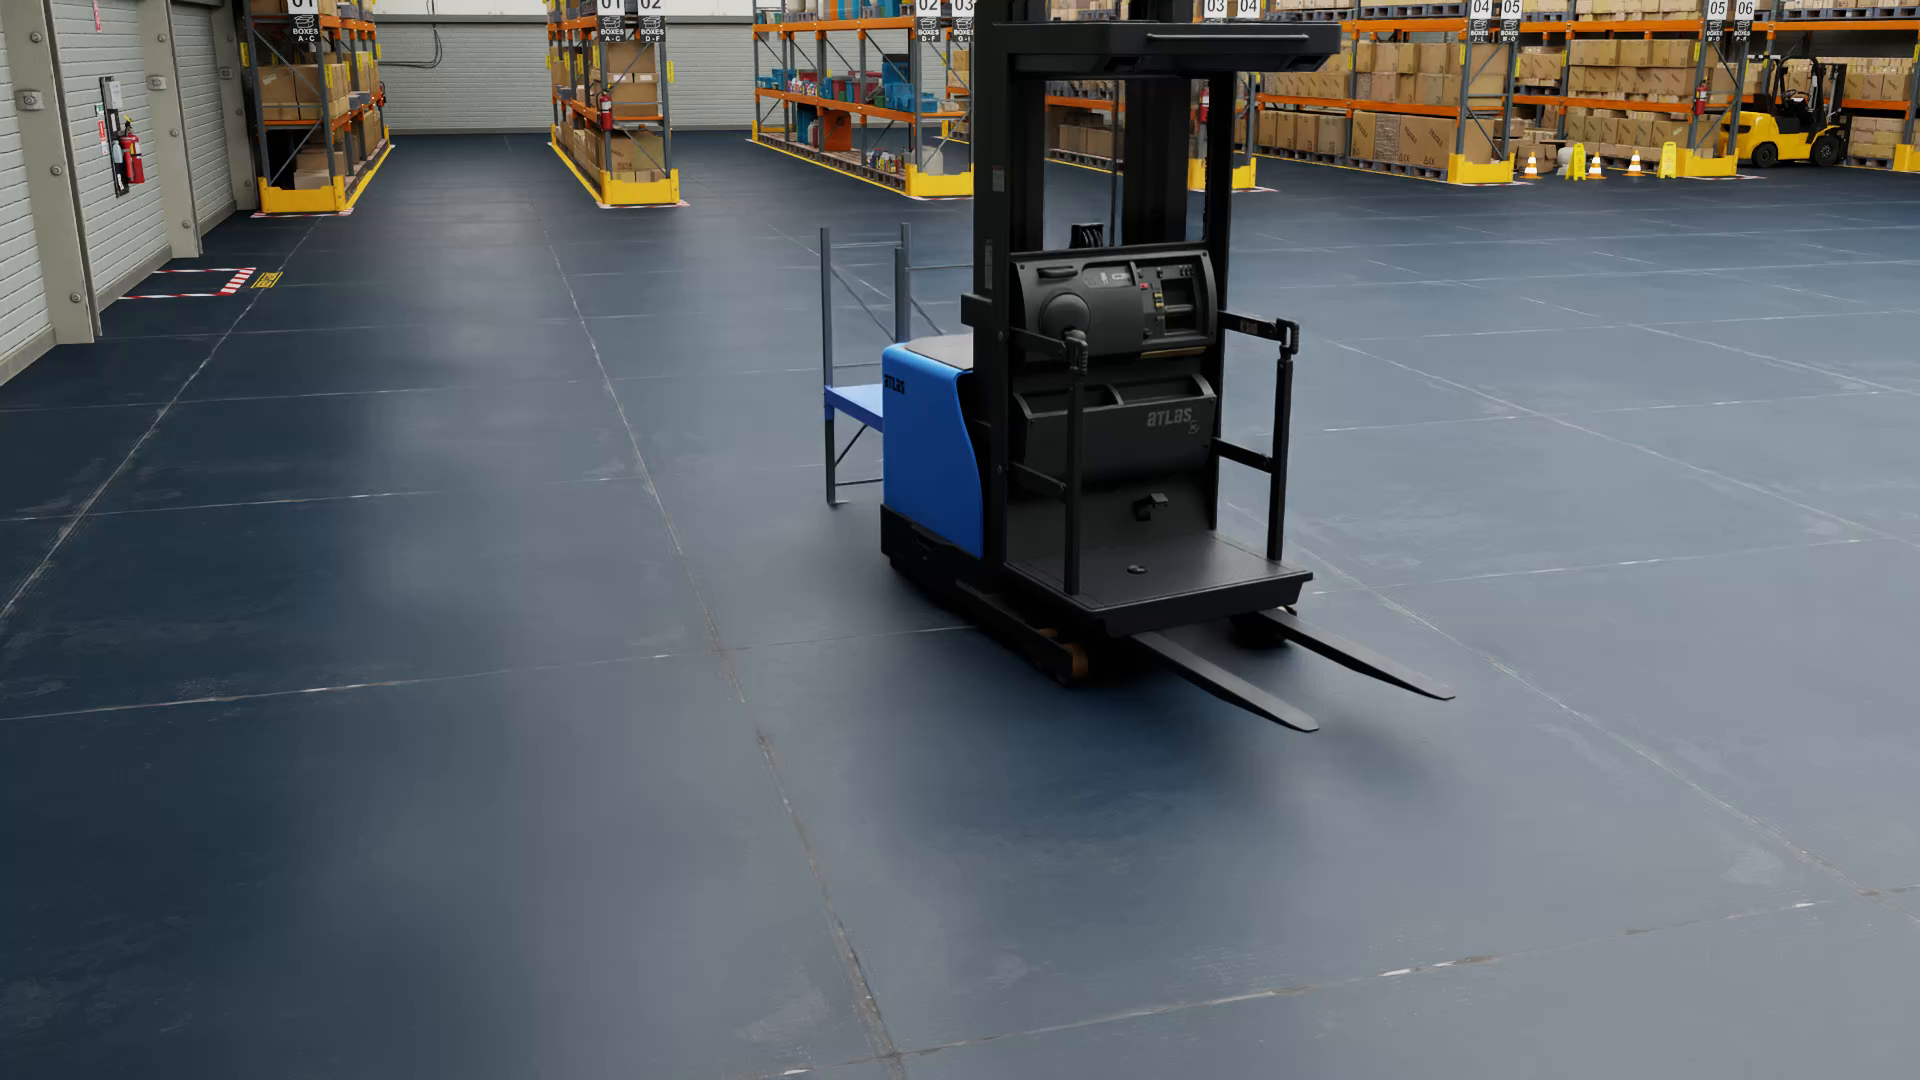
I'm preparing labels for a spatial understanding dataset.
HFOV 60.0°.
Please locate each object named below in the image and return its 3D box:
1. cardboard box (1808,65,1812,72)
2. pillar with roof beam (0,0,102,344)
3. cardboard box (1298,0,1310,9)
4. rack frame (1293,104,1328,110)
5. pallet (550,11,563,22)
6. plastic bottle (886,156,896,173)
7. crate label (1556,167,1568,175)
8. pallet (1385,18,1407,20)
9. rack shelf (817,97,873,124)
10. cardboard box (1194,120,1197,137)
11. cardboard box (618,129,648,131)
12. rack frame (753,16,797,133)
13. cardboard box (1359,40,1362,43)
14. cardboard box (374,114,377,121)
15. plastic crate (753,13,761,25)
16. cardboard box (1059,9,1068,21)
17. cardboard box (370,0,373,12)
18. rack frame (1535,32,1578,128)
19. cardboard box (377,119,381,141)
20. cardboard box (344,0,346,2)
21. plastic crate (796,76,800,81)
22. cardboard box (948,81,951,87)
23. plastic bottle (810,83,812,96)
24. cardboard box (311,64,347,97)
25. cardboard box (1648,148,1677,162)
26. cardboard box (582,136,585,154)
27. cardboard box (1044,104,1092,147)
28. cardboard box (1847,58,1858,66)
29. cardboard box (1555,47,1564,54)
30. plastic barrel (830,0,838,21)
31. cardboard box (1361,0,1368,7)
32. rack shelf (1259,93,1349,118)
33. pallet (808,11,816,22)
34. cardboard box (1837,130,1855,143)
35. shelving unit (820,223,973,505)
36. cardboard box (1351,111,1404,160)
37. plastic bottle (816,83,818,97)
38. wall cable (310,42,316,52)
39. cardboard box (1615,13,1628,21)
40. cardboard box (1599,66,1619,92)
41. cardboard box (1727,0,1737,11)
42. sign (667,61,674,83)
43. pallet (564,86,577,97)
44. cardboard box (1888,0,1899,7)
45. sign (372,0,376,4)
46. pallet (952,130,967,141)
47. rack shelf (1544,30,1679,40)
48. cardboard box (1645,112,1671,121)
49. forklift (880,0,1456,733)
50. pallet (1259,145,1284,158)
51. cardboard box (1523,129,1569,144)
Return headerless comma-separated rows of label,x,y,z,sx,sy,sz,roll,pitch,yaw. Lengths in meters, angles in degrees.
cardboard box,17.800,-9.750,34.394,0.380,0.149,0.250,-5,17,-16
pillar with roof beam,-3.348,-6.350,13.948,9.100,9.000,0.400,-5,17,-15
cardboard box,7.391,-11.227,34.649,0.500,0.311,0.500,-5,17,-16
rack frame,9.658,-12.714,45.564,1.000,3.000,0.127,-5,17,-15
pallet,-7.898,-10.916,34.691,1.213,0.211,1.003,-5,17,-15
plastic bottle,-1.205,-6.565,29.062,0.152,0.276,0.135,-5,17,-15
crate label,11.447,-6.965,31.401,0.298,0.136,0.250,16,23,42
pallet,11.056,-12.703,40.646,0.805,0.209,1.217,-5,18,-17
rack shelf,-1.885,-8.428,32.547,1.077,0.370,4.000,-5,17,-15
cardboard box,5.973,-9.967,40.034,0.500,0.500,0.500,-4,17,-13
cardboard box,-5.635,-6.822,28.696,0.500,0.500,0.500,-5,17,-15
rack frame,-4.633,-11.539,41.652,1.000,3.000,0.127,-5,17,-15
cardboard box,10.339,-12.656,42.333,0.380,0.149,0.250,-5,17,-15
cardboard box,-13.228,-9.432,37.127,0.380,0.149,0.250,-5,17,-17
plastic crate,-4.795,-12.784,40.812,0.497,0.269,0.590,-5,17,-15
cardboard box,2.353,-10.790,34.207,0.500,0.250,0.500,-4,17,-14
cardboard box,-13.702,-12.188,37.956,0.500,0.250,0.500,-4,17,-14
rack frame,15.529,-12.001,43.191,1.000,3.000,0.127,-5,17,-15
cardboard box,-13.732,-9.436,38.265,0.700,0.500,0.500,-5,17,-15
cardboard box,-12.708,-10.944,33.517,0.700,0.500,0.500,-5,17,-16
plastic crate,-3.776,-10.842,39.432,0.437,0.282,0.530,-5,17,-15
cardboard box,-0.090,-11.686,42.578,0.380,0.149,0.250,-4,17,-15
plastic bottle,-3.140,-9.548,35.246,0.097,0.271,0.097,0,17,0
cardboard box,-10.291,-7.489,27.093,0.500,0.500,0.500,-5,17,-16
cardboard box,13.567,-7.382,31.861,0.500,0.250,0.500,-5,17,-16
cardboard box,-6.635,-7.215,30.331,0.500,0.311,0.500,-4,17,-14
cardboard box,2.158,-9.094,36.475,1.225,0.875,0.875,-6,18,-18
cardboard box,18.078,-9.610,33.413,0.380,0.149,0.250,-4,17,-14
cardboard box,12.769,-10.547,35.803,0.380,0.149,0.250,-4,17,-12
plastic barrel,-2.238,-10.543,32.377,0.600,0.830,0.708,-5,17,-15
cardboard box,7.997,-10.413,32.223,0.380,0.149,0.250,-5,17,-16
rack shelf,7.674,-9.184,35.063,1.077,0.370,4.000,-5,17,-15
pallet,-2.550,-10.892,34.611,1.003,0.211,1.213,-5,17,-15
cardboard box,18.103,-8.196,33.704,0.500,0.250,0.500,-5,17,-17
shelving unit,-0.286,-0.811,8.546,0.538,1.500,1.048,-8,18,-24
cardboard box,8.330,-7.980,32.766,0.875,0.875,0.875,-4,17,-14
plastic bottle,-2.956,-9.348,34.563,0.061,0.283,0.133,-5,17,-15
wall cable,-15.420,-11.522,39.829,0.084,1.984,1.851,-5,17,-15
cardboard box,13.075,-10.242,32.557,0.380,0.149,0.250,-5,17,-16
cardboard box,13.094,-9.164,33.056,0.500,0.500,0.500,-5,17,-16
cardboard box,14.173,-9.956,30.911,0.500,0.250,0.500,-5,17,-16
sign,-4.464,-7.217,25.623,0.100,0.325,0.005,-5,17,-15
pallet,-7.737,-9.381,34.802,1.003,0.211,1.213,-5,17,-15
cardboard box,18.307,-10.452,32.353,0.380,0.149,0.250,-5,17,-17
sign,-13.633,-12.618,38.627,0.100,0.325,0.005,-5,17,-15
pallet,0.424,-10.380,42.641,1.003,0.211,1.213,-5,17,-15
rack shelf,16.078,-12.540,41.021,1.077,0.370,4.000,-5,17,-15
cardboard box,13.419,-8.140,31.954,0.380,0.149,0.250,-4,17,-14
forklift,0.749,-0.982,6.625,1.130,2.935,3.031,-9,19,-26
pallet,7.269,-8.522,36.457,1.003,0.211,1.213,-5,17,-15
cardboard box,12.608,-8.681,35.975,0.950,0.372,0.625,-4,17,-12
